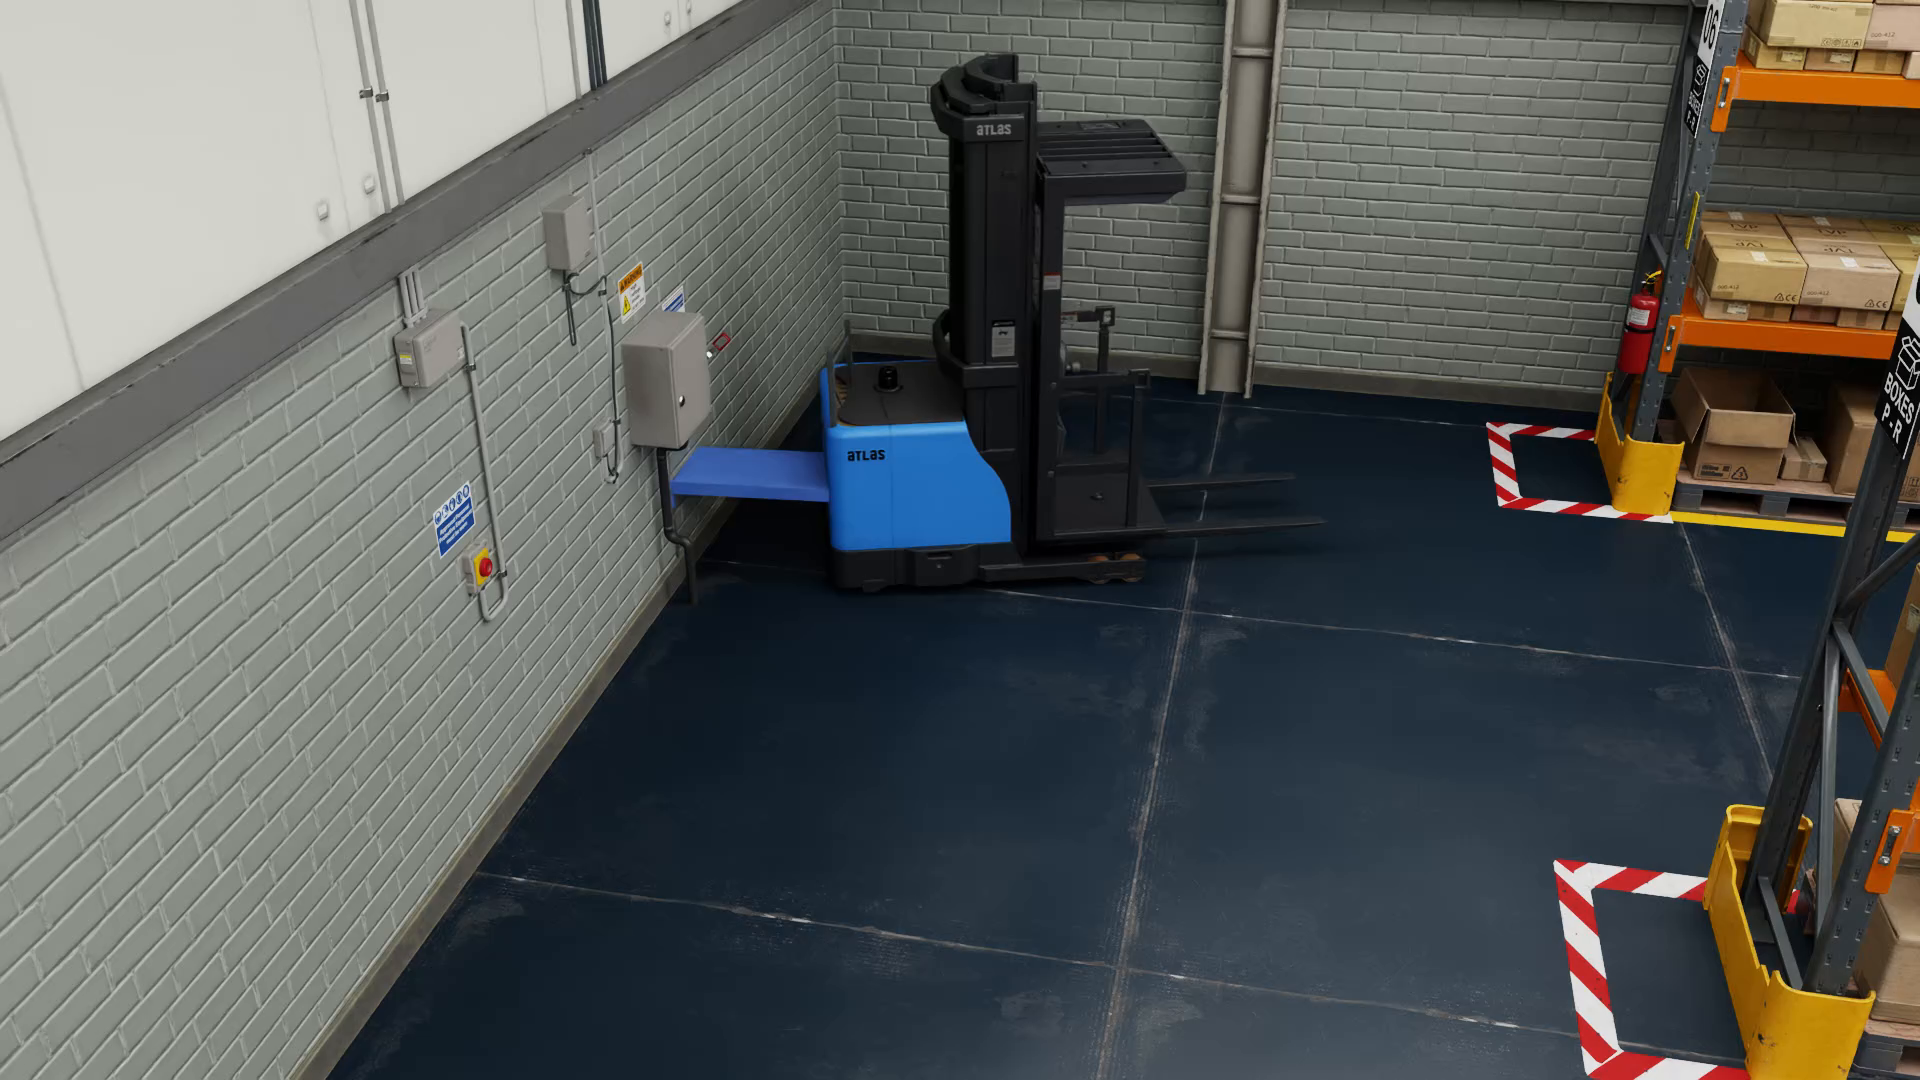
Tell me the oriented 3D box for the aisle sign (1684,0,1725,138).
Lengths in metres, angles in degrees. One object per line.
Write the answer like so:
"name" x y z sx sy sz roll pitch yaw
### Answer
"aisle sign" 4.315 -2.774 9.648 0.004 0.787 0.394 6 29 11

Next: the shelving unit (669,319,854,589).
"shelving unit" -1.169 -0.517 9.768 1.048 1.500 0.538 3 28 8

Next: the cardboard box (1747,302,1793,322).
"cardboard box" 4.966 -1.489 10.270 0.250 0.149 0.380 7 29 12

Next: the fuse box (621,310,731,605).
"fuse box" -1.528 -0.395 9.351 0.414 1.711 0.539 6 29 11

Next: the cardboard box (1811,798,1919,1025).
"cardboard box" 4.077 1.525 6.733 0.875 0.438 0.875 5 29 9

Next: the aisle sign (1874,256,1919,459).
"aisle sign" 3.405 -0.726 5.908 0.004 0.787 0.394 6 29 11

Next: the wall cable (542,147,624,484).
"wall cable" -1.824 -1.101 8.241 0.122 1.984 0.588 6 29 11

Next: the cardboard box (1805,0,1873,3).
"cardboard box" 4.825 -3.202 9.340 0.500 0.250 0.500 6 29 10

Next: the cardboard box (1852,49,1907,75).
"cardboard box" 5.215 -2.781 9.507 0.250 0.149 0.380 6 29 11

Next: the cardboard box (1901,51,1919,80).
"cardboard box" 5.438 -2.708 9.373 0.250 0.149 0.380 6 29 12

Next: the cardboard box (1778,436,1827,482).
"cardboard box" 5.429 -0.532 10.791 0.250 0.149 0.380 5 29 9

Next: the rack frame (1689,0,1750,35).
"rack frame" 4.443 -4.396 9.071 0.127 3.000 1.000 6 29 11

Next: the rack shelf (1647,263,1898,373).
"rack shelf" 6.399 -1.249 10.318 4.000 0.370 1.077 6 29 11

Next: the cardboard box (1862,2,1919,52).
"cardboard box" 5.321 -2.931 9.365 0.500 0.250 0.500 6 29 12

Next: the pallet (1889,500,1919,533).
"pallet" 6.487 -0.331 10.797 1.213 0.211 1.003 6 29 11

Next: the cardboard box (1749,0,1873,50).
"cardboard box" 4.820 -2.972 9.441 0.500 0.250 0.500 6 29 10

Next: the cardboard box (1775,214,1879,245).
"cardboard box" 5.452 -1.856 10.525 0.500 0.250 0.500 6 29 11

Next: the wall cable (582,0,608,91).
"wall cable" -1.433 -4.177 8.631 0.133 3.039 2.988 6 29 11

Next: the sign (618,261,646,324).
"sign" -1.742 -1.317 8.834 0.001 0.242 0.339 6 29 11

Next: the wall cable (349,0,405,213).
"wall cable" -2.211 -2.503 5.613 0.029 3.000 0.463 6 29 11

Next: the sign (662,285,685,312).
"sign" -1.627 -1.171 9.526 0.001 0.494 0.329 6 29 11

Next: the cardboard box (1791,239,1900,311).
"cardboard box" 5.324 -1.607 10.070 0.500 0.250 0.500 6 29 11

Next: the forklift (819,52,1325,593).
"forklift" 0.687 -1.273 9.684 3.031 2.935 1.130 -3 29 -6

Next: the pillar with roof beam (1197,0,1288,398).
"pillar with roof beam" 1.095 -3.068 6.646 0.400 9.000 9.100 6 29 11

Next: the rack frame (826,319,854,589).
"rack frame" -0.667 -0.490 9.693 0.032 1.500 0.500 3 28 8

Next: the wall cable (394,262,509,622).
"wall cable" -2.109 -0.447 7.015 0.123 1.953 0.585 6 29 11

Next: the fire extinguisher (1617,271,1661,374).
"fire extinguisher" 4.203 -1.365 10.251 0.183 0.674 0.296 6 29 11

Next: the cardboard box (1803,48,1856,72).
"cardboard box" 4.968 -2.815 9.569 0.250 0.149 0.380 6 29 11

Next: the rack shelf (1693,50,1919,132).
"rack shelf" 6.399 -2.564 9.598 4.000 0.370 1.077 6 29 11

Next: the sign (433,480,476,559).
"sign" -2.179 -0.090 7.171 0.001 0.218 0.327 6 29 11

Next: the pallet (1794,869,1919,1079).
"pallet" 4.208 1.833 6.844 1.213 0.211 1.003 6 29 11

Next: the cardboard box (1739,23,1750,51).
"cardboard box" 4.804 -3.047 9.992 0.250 0.149 0.380 7 29 12

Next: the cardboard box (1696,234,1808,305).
"cardboard box" 4.831 -1.657 10.162 0.500 0.250 0.500 6 29 11

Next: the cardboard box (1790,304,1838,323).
"cardboard box" 5.230 -1.479 10.252 0.250 0.149 0.380 5 29 10

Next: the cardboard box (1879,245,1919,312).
"cardboard box" 5.820 -1.558 9.980 0.500 0.250 0.500 5 29 10

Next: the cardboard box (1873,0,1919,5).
"cardboard box" 5.318 -3.142 9.230 0.500 0.250 0.500 6 29 10

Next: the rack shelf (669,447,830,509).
"rack shelf" -1.165 -0.357 9.851 1.000 0.185 0.538 3 28 8

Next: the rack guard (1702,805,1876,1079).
"rack guard" 3.387 1.661 6.858 0.348 0.500 1.175 6 29 11

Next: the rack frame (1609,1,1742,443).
"rack frame" 4.443 -1.765 10.512 0.127 3.000 1.000 6 29 11

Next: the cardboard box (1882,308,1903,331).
"cardboard box" 5.725 -1.401 10.109 0.250 0.149 0.380 6 29 11

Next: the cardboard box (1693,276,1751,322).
"cardboard box" 4.707 -1.493 10.277 0.250 0.149 0.380 6 29 10

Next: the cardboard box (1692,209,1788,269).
"cardboard box" 4.948 -1.908 10.620 0.500 0.250 0.500 7 29 12

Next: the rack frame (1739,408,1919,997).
"rack frame" 3.410 0.567 6.253 0.127 3.000 1.000 6 29 11

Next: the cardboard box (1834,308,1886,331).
"cardboard box" 5.464 -1.425 10.153 0.250 0.149 0.380 7 29 12

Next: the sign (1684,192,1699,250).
"sign" 4.330 -1.890 9.839 0.005 0.325 0.100 6 29 11

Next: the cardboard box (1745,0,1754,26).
"cardboard box" 4.935 -3.228 9.908 0.500 0.250 0.500 5 29 10

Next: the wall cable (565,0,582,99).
"wall cable" -2.052 -2.856 6.258 0.029 3.000 2.355 6 29 11

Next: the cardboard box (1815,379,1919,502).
"cardboard box" 5.849 -0.643 10.628 0.500 0.500 0.700 7 29 13

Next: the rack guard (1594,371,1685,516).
"rack guard" 4.517 -0.661 11.098 0.348 0.500 1.175 6 29 11

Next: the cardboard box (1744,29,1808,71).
"cardboard box" 4.706 -2.829 9.594 0.250 0.149 0.380 6 29 12

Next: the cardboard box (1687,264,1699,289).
"cardboard box" 4.823 -1.747 10.742 0.250 0.149 0.380 6 29 10

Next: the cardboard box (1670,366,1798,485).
"cardboard box" 5.021 -0.748 10.817 0.637 0.503 0.797 5 29 9

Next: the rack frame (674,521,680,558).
"rack frame" -1.671 -0.544 9.843 0.032 1.500 0.500 3 28 8

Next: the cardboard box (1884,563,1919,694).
"cardboard box" 3.937 0.447 6.368 0.500 0.500 0.500 6 29 11

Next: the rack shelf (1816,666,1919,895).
"rack shelf" 5.366 1.083 6.060 4.000 0.370 1.077 6 29 11

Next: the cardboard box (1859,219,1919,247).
"cardboard box" 5.936 -1.804 10.430 0.500 0.250 0.500 7 29 12

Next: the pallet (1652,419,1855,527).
"pallet" 5.297 -0.454 11.023 1.213 0.211 1.003 6 29 11
